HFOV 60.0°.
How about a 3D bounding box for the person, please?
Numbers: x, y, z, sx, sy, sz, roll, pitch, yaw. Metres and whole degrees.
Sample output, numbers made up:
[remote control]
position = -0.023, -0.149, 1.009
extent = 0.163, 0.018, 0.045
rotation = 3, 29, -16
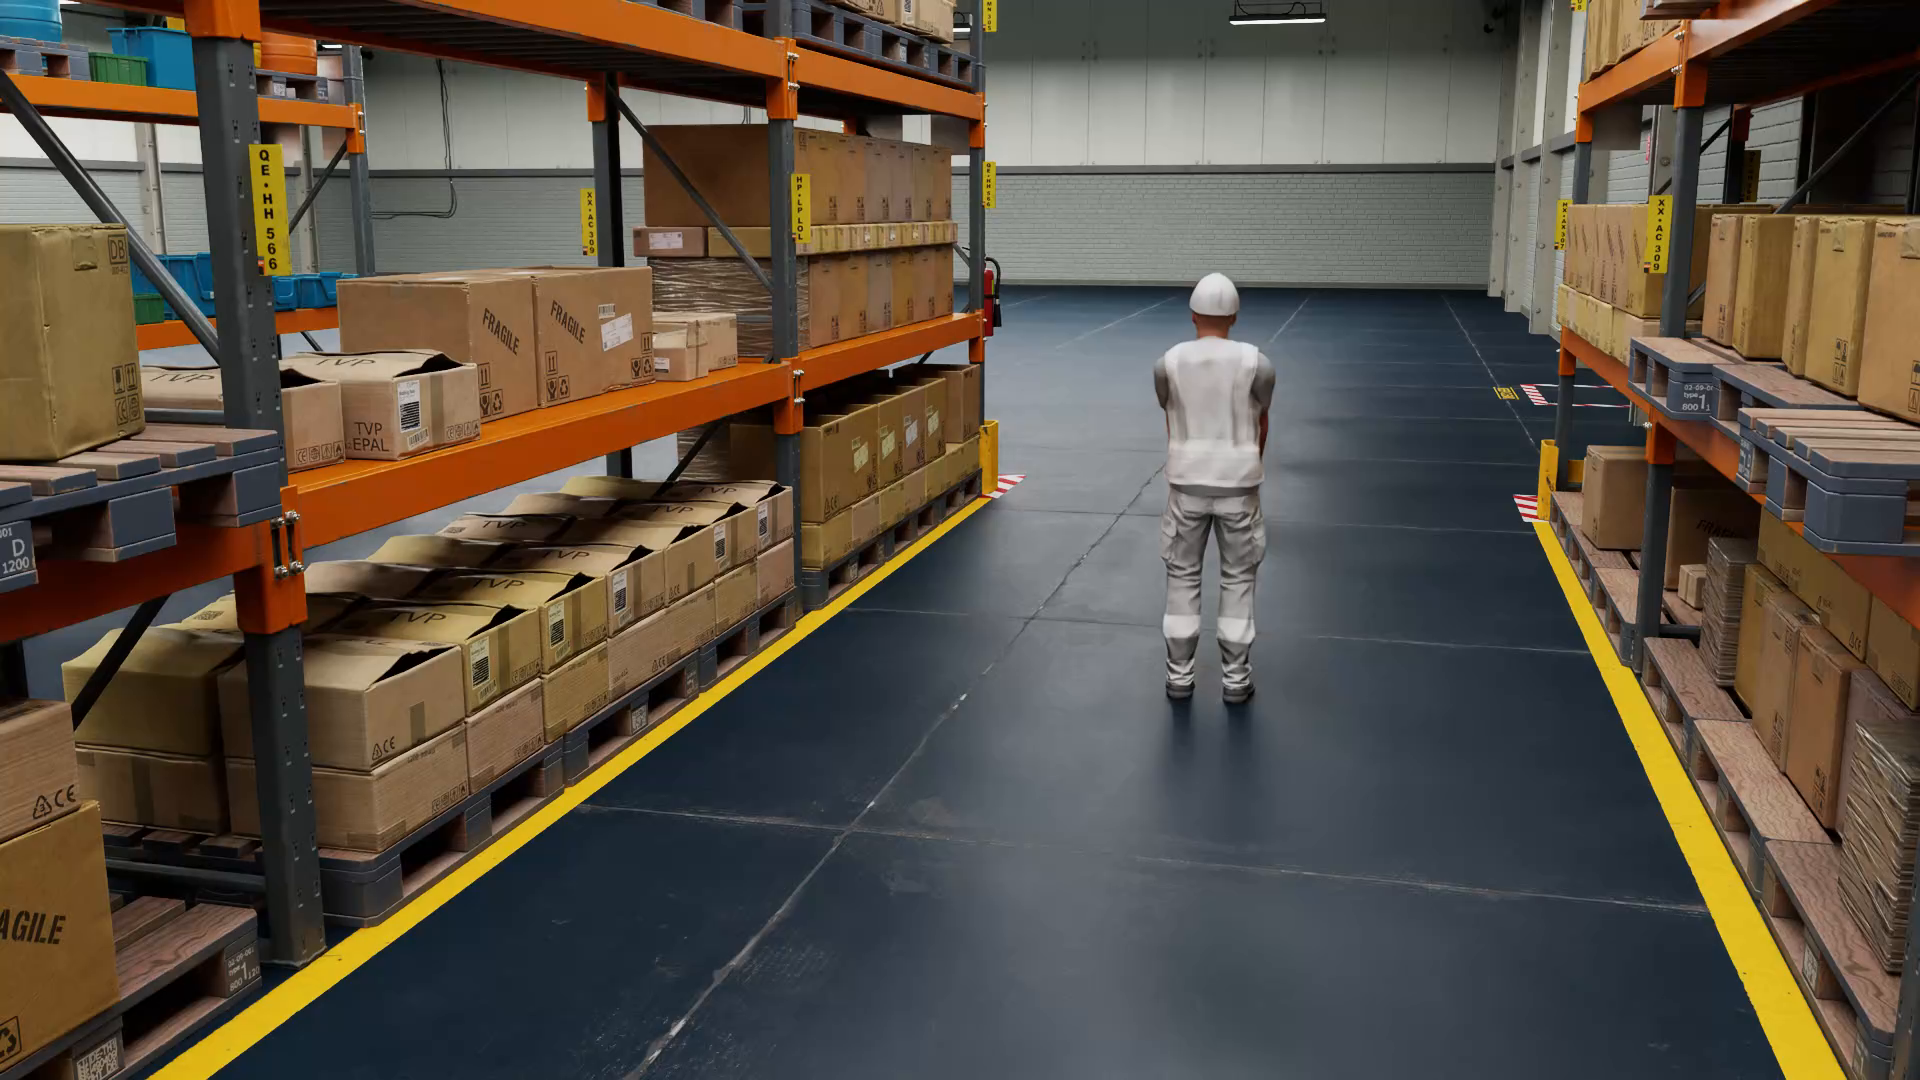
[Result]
[person]
position = 1.073, -0.232, 7.042
extent = 0.495, 1.786, 0.559
rotation = 3, 12, 14
